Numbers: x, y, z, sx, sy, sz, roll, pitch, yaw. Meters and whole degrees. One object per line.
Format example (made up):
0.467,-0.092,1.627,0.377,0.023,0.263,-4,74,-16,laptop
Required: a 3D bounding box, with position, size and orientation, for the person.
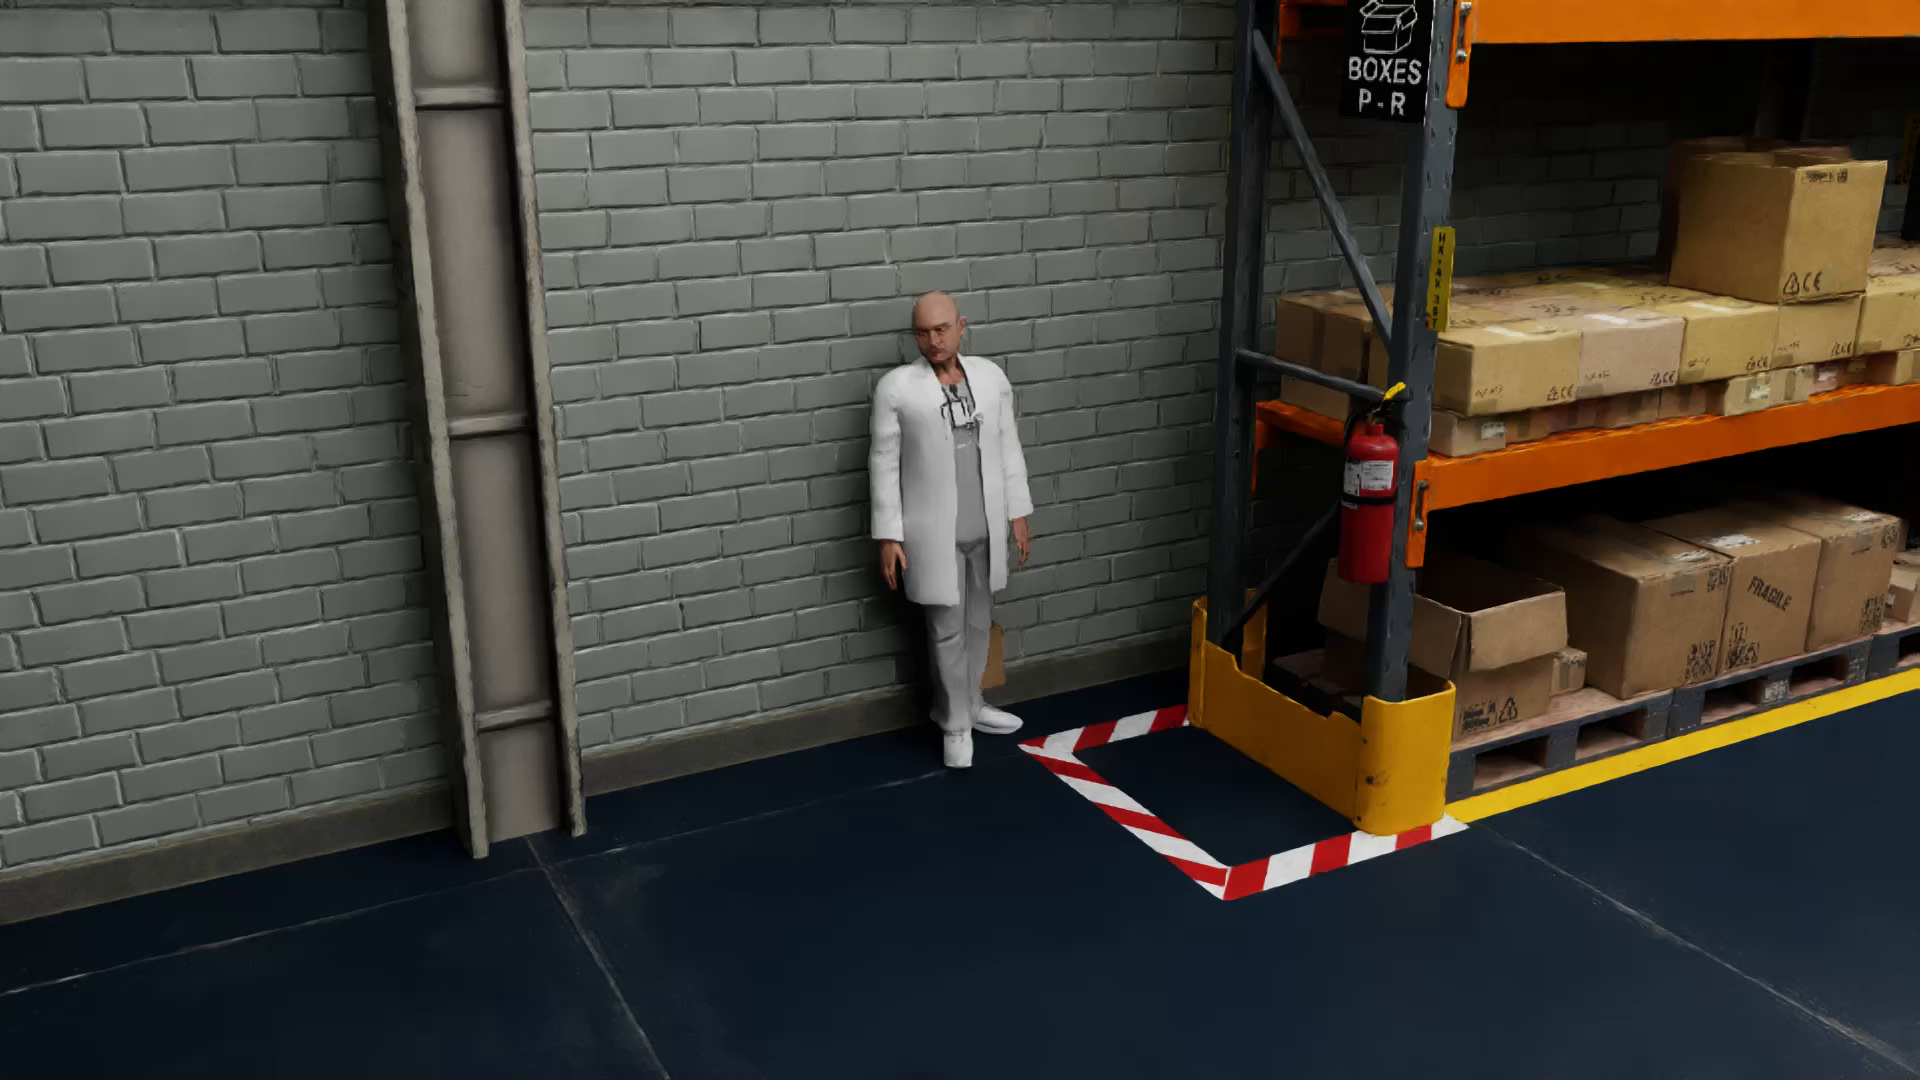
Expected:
-0.033,-0.040,6.184,0.644,1.774,0.487,-10,21,-28,person
